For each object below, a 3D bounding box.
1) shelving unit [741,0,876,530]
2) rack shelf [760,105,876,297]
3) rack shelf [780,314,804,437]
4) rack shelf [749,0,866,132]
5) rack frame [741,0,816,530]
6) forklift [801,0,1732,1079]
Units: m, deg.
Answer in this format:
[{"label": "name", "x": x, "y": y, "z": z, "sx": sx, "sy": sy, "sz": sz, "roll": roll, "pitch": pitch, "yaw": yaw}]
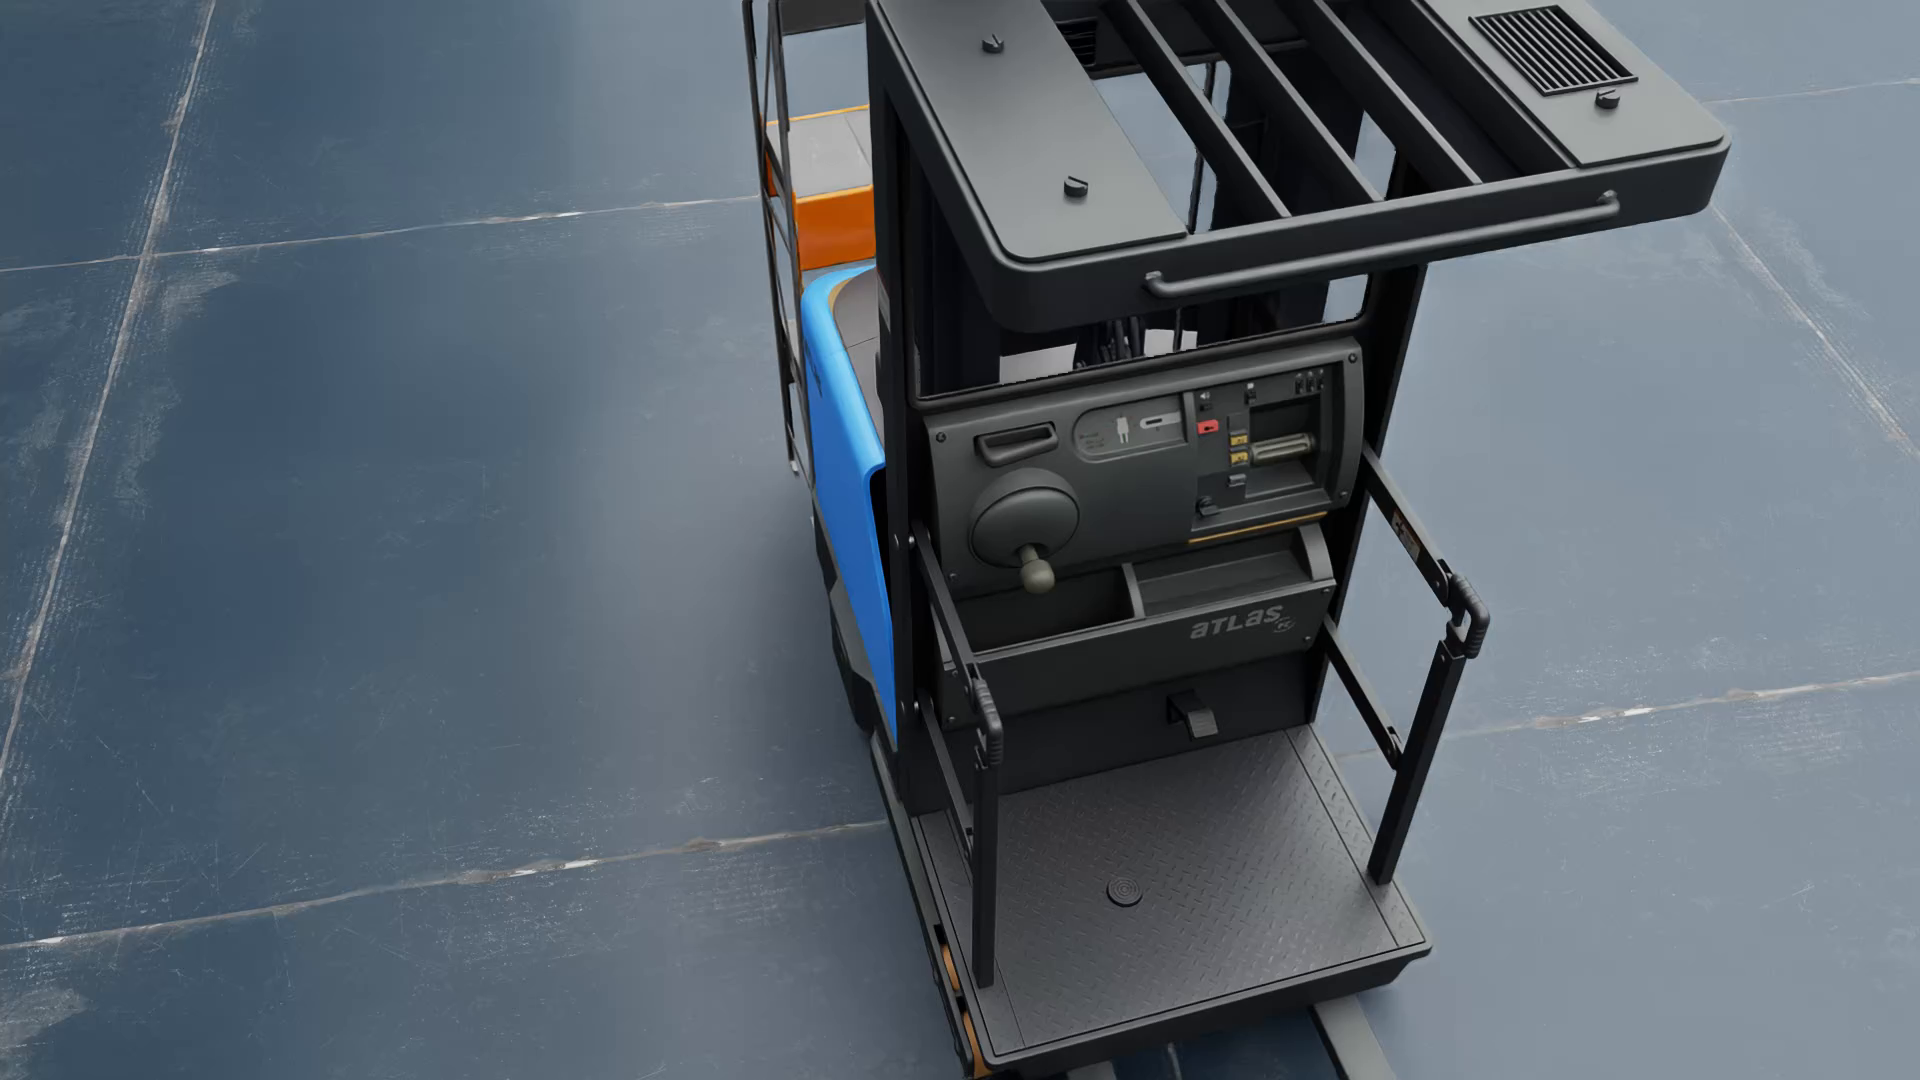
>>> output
[{"label": "shelving unit", "x": -0.271, "y": -0.925, "z": 4.683, "sx": 0.503, "sy": 2.100, "sz": 0.431, "roll": -13, "pitch": 47, "yaw": -12}, {"label": "rack shelf", "x": -0.271, "y": -0.916, "z": 4.693, "sx": 0.480, "sy": 0.518, "sz": 0.431, "roll": -13, "pitch": 47, "yaw": -12}, {"label": "rack shelf", "x": -0.271, "y": -0.430, "z": 5.197, "sx": 0.480, "sy": 0.518, "sz": 0.431, "roll": -13, "pitch": 47, "yaw": -12}, {"label": "rack shelf", "x": -0.271, "y": -1.401, "z": 4.189, "sx": 0.480, "sy": 0.518, "sz": 0.431, "roll": -13, "pitch": 47, "yaw": -12}, {"label": "rack frame", "x": -0.503, "y": -0.871, "z": 4.631, "sx": 0.015, "sy": 2.100, "sz": 0.400, "roll": -13, "pitch": 47, "yaw": -12}, {"label": "forklift", "x": 0.453, "y": -0.052, "z": 3.265, "sx": 1.130, "sy": 2.935, "sz": 3.031, "roll": -12, "pitch": 47, "yaw": -11}]
